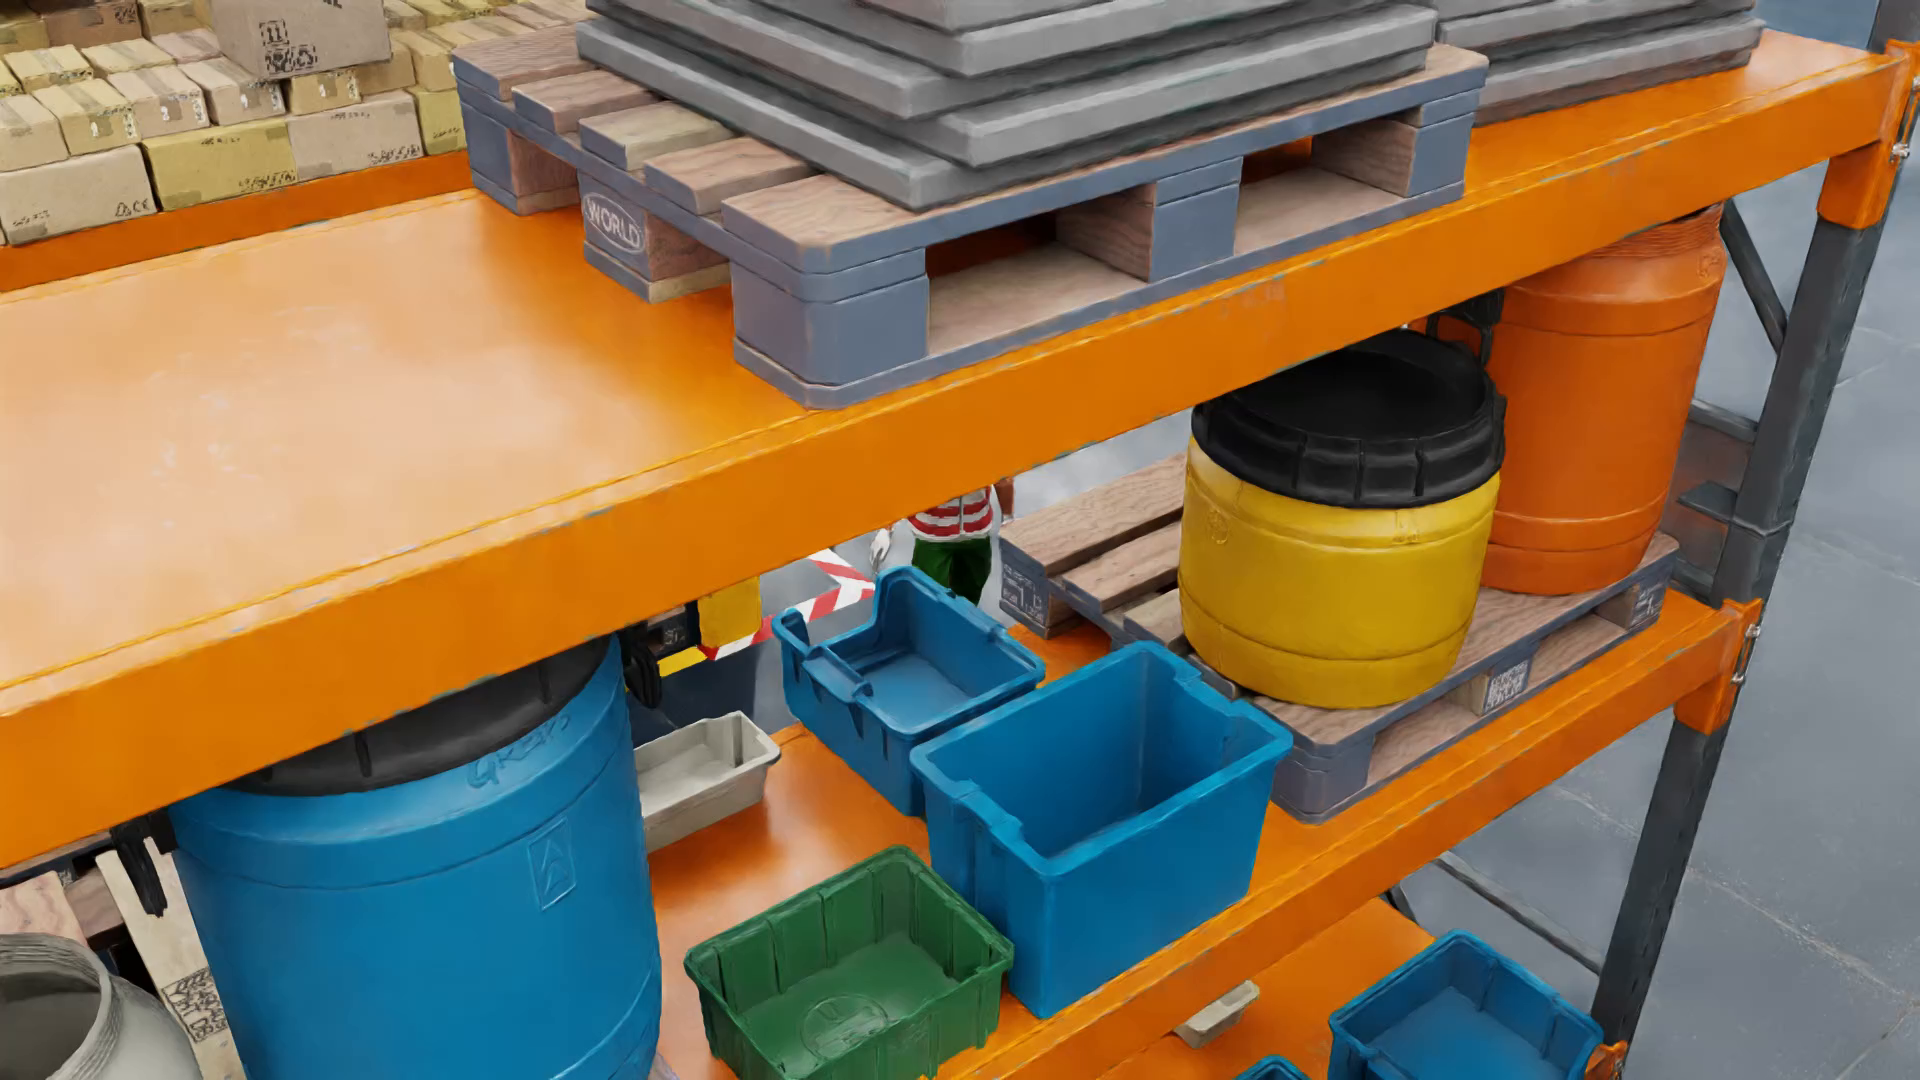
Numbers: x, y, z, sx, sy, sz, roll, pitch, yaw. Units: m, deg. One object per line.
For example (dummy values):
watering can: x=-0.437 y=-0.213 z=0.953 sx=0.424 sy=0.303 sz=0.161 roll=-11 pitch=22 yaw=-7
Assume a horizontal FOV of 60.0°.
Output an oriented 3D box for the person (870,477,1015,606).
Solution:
person: x=-0.041 y=0.003 z=7.729 sx=0.761 sy=1.784 sz=0.618 roll=-12 pitch=34 yaw=-18
